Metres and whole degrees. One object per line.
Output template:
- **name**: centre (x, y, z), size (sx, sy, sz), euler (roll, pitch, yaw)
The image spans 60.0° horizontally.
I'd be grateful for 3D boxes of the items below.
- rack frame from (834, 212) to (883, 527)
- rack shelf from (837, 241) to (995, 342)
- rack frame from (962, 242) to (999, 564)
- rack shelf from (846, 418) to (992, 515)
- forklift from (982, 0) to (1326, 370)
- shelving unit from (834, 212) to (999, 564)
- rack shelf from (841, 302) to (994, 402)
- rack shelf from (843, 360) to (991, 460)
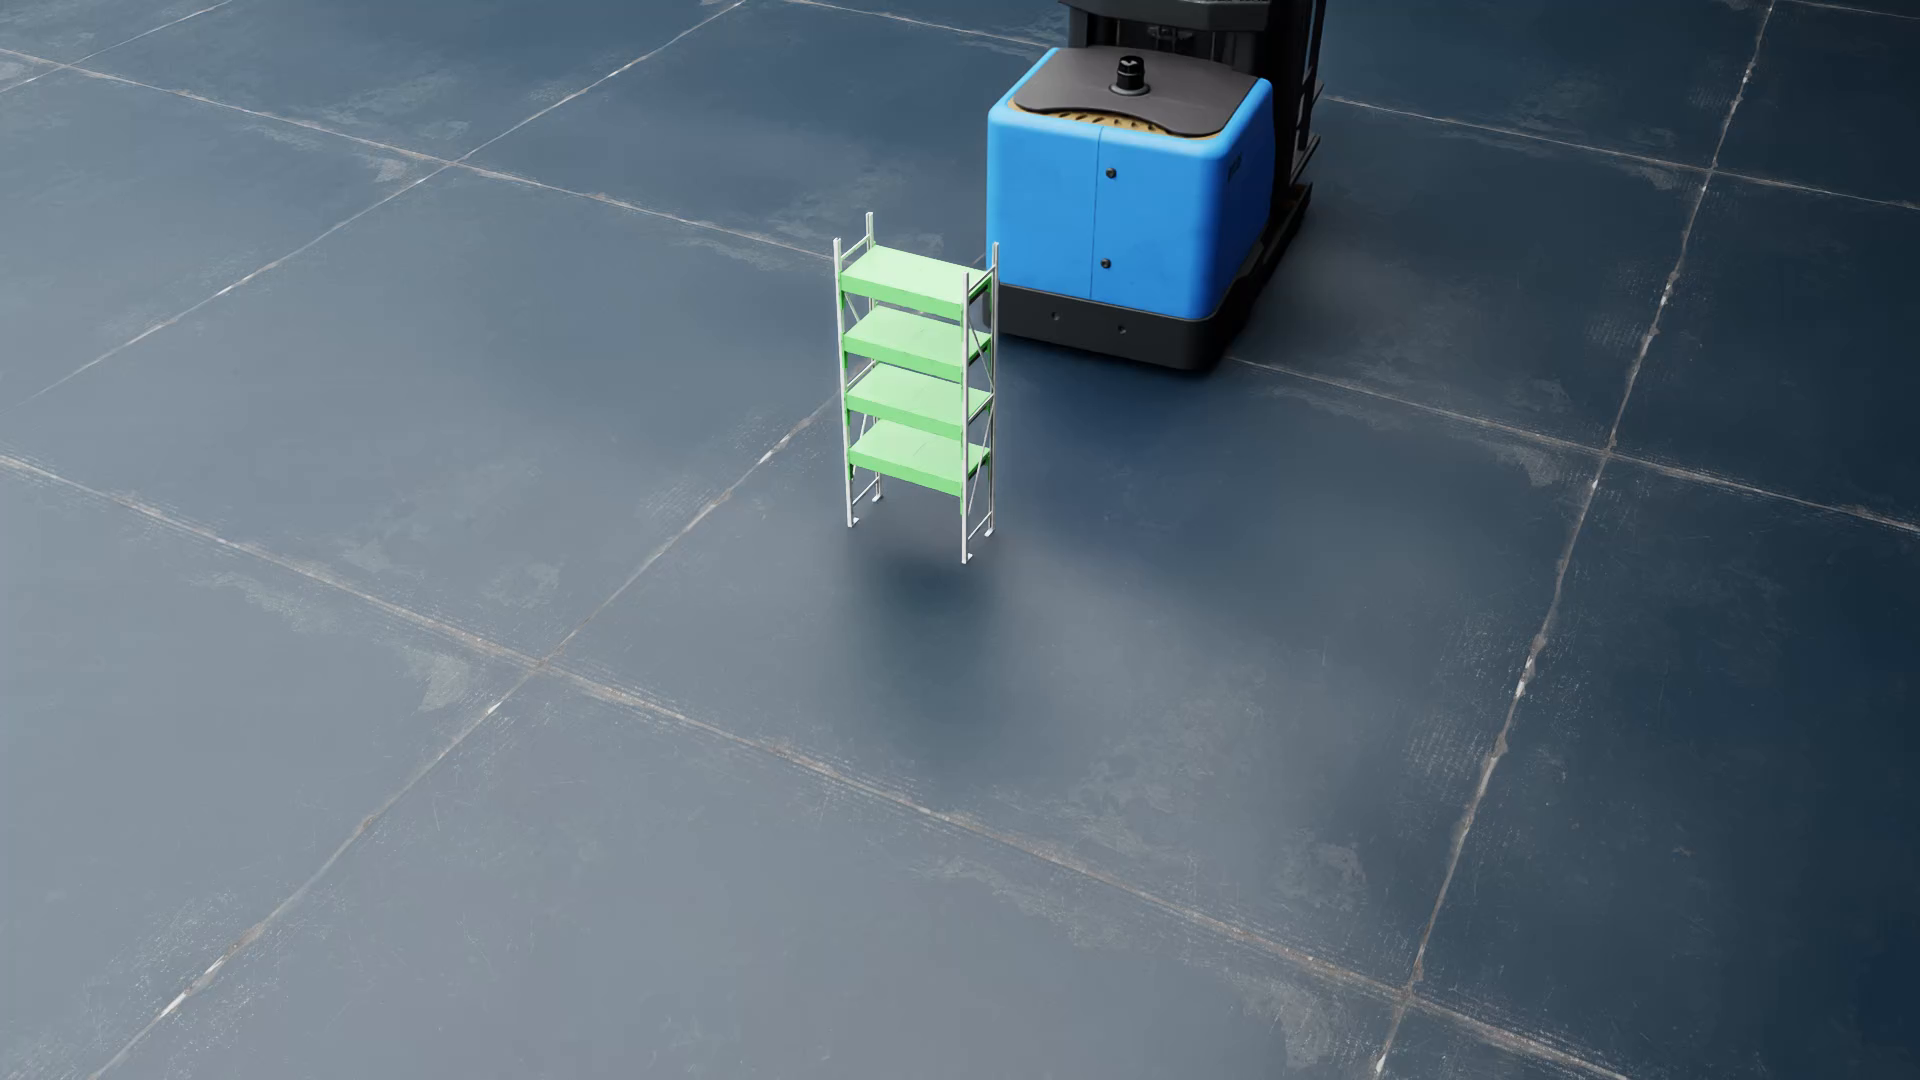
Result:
- **rack frame**: centre (-0.364, -0.592, 6.037), size (0.015, 1.200, 0.240), euler (17, 41, 21)
- **rack shelf**: centre (-0.147, -0.855, 5.696), size (0.480, 0.148, 0.258), euler (17, 41, 21)
- **rack frame**: centre (0.070, -0.456, 5.858), size (0.015, 1.200, 0.240), euler (17, 41, 21)
- **rack shelf**: centre (-0.147, -0.282, 6.132), size (0.480, 0.148, 0.258), euler (17, 41, 21)
- **forklift**: centre (1.130, -2.780, 7.489), size (1.130, 2.935, 3.031), euler (14, 39, 18)
- **shelving unit**: centre (-0.147, -0.524, 5.948), size (0.503, 1.200, 0.258), euler (17, 41, 21)
- **rack shelf**: centre (-0.147, -0.664, 5.841), size (0.480, 0.148, 0.258), euler (17, 41, 21)
- **rack shelf**: centre (-0.147, -0.473, 5.987), size (0.480, 0.148, 0.258), euler (17, 41, 21)
